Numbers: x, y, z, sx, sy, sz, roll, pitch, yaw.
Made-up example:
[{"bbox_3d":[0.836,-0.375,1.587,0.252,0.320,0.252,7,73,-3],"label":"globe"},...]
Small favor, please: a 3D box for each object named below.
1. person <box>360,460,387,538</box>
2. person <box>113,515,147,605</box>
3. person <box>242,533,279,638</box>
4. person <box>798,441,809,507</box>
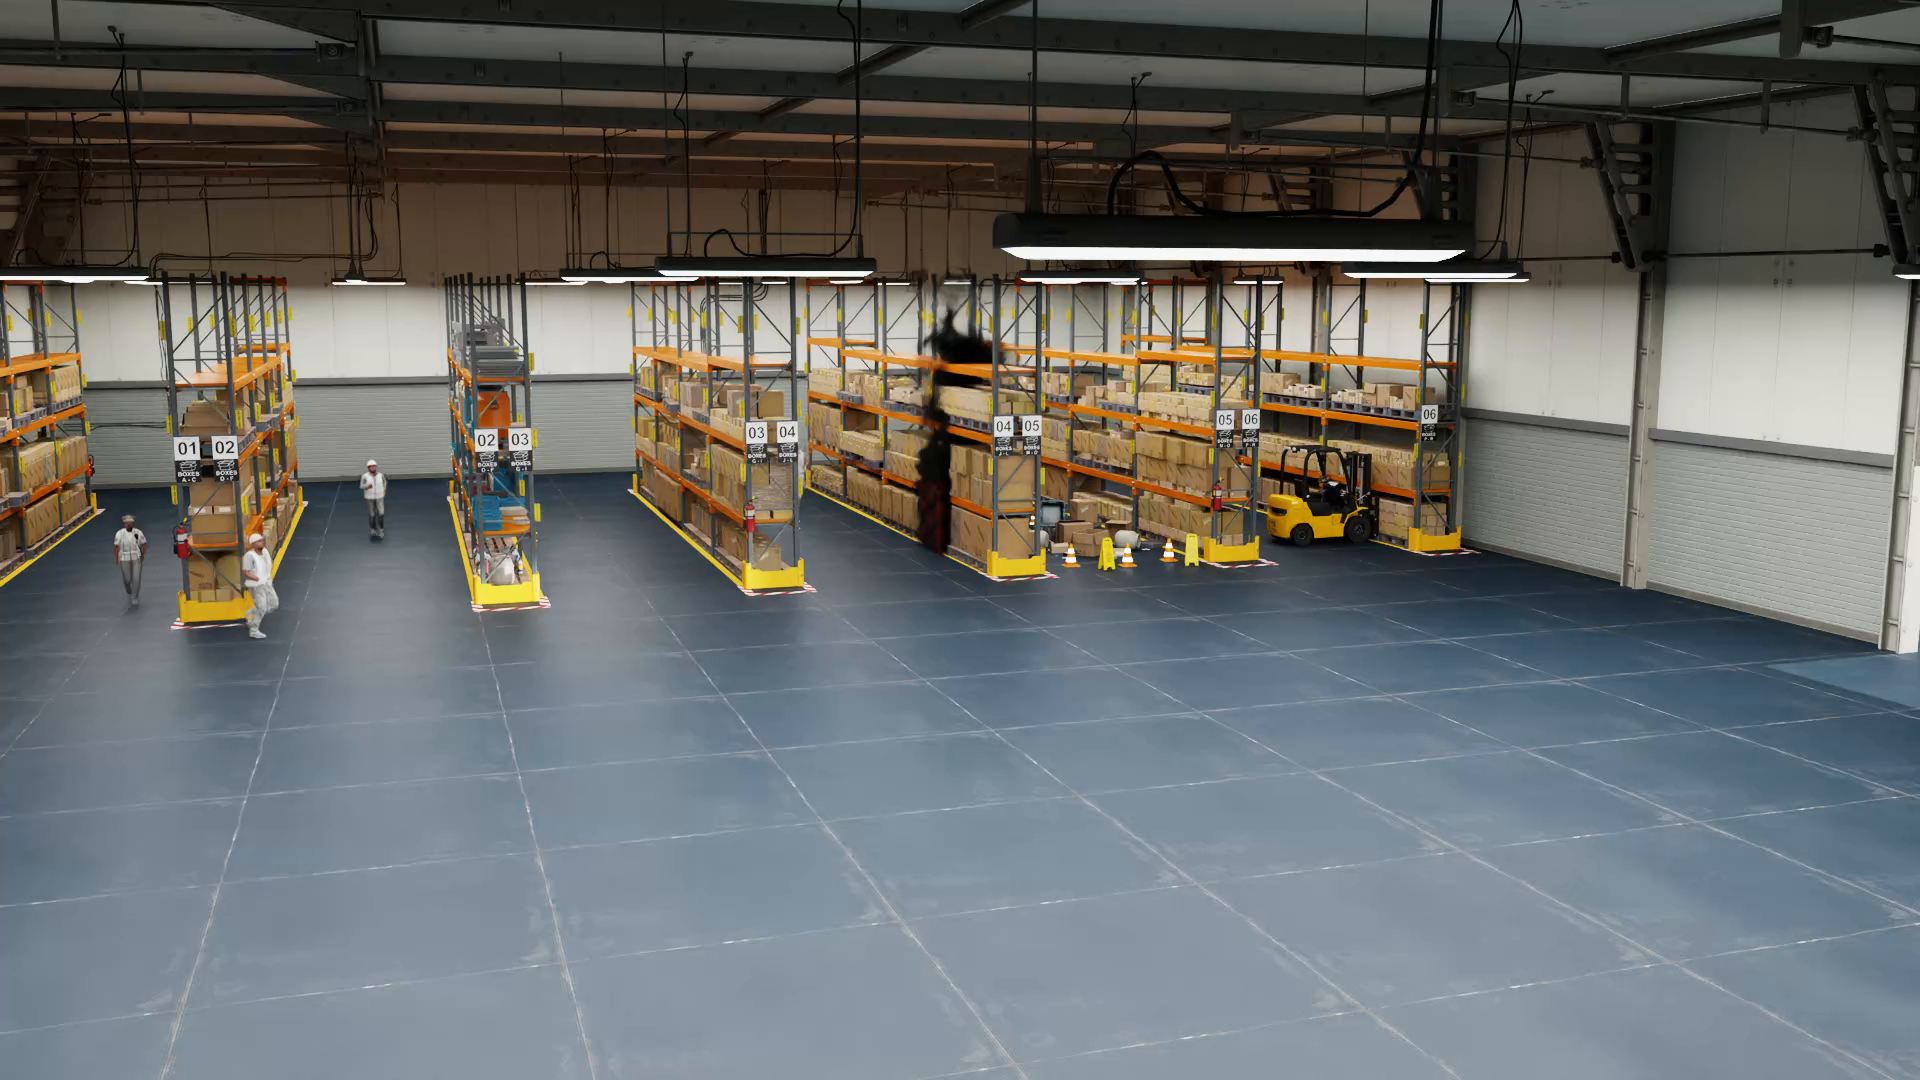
[{"bbox_3d":[-13.541,-0.940,38.476,0.637,1.817,0.711,-4,10,-27],"label":"person"},{"bbox_3d":[-15.178,0.339,30.458,0.558,1.649,0.592,-4,10,-27],"label":"person"},{"bbox_3d":[-11.550,0.743,27.448,0.664,1.737,0.720,2,9,11],"label":"person"},{"bbox_3d":[-4.294,-1.749,43.912,0.664,1.739,0.590,-3,9,-16],"label":"person"}]
